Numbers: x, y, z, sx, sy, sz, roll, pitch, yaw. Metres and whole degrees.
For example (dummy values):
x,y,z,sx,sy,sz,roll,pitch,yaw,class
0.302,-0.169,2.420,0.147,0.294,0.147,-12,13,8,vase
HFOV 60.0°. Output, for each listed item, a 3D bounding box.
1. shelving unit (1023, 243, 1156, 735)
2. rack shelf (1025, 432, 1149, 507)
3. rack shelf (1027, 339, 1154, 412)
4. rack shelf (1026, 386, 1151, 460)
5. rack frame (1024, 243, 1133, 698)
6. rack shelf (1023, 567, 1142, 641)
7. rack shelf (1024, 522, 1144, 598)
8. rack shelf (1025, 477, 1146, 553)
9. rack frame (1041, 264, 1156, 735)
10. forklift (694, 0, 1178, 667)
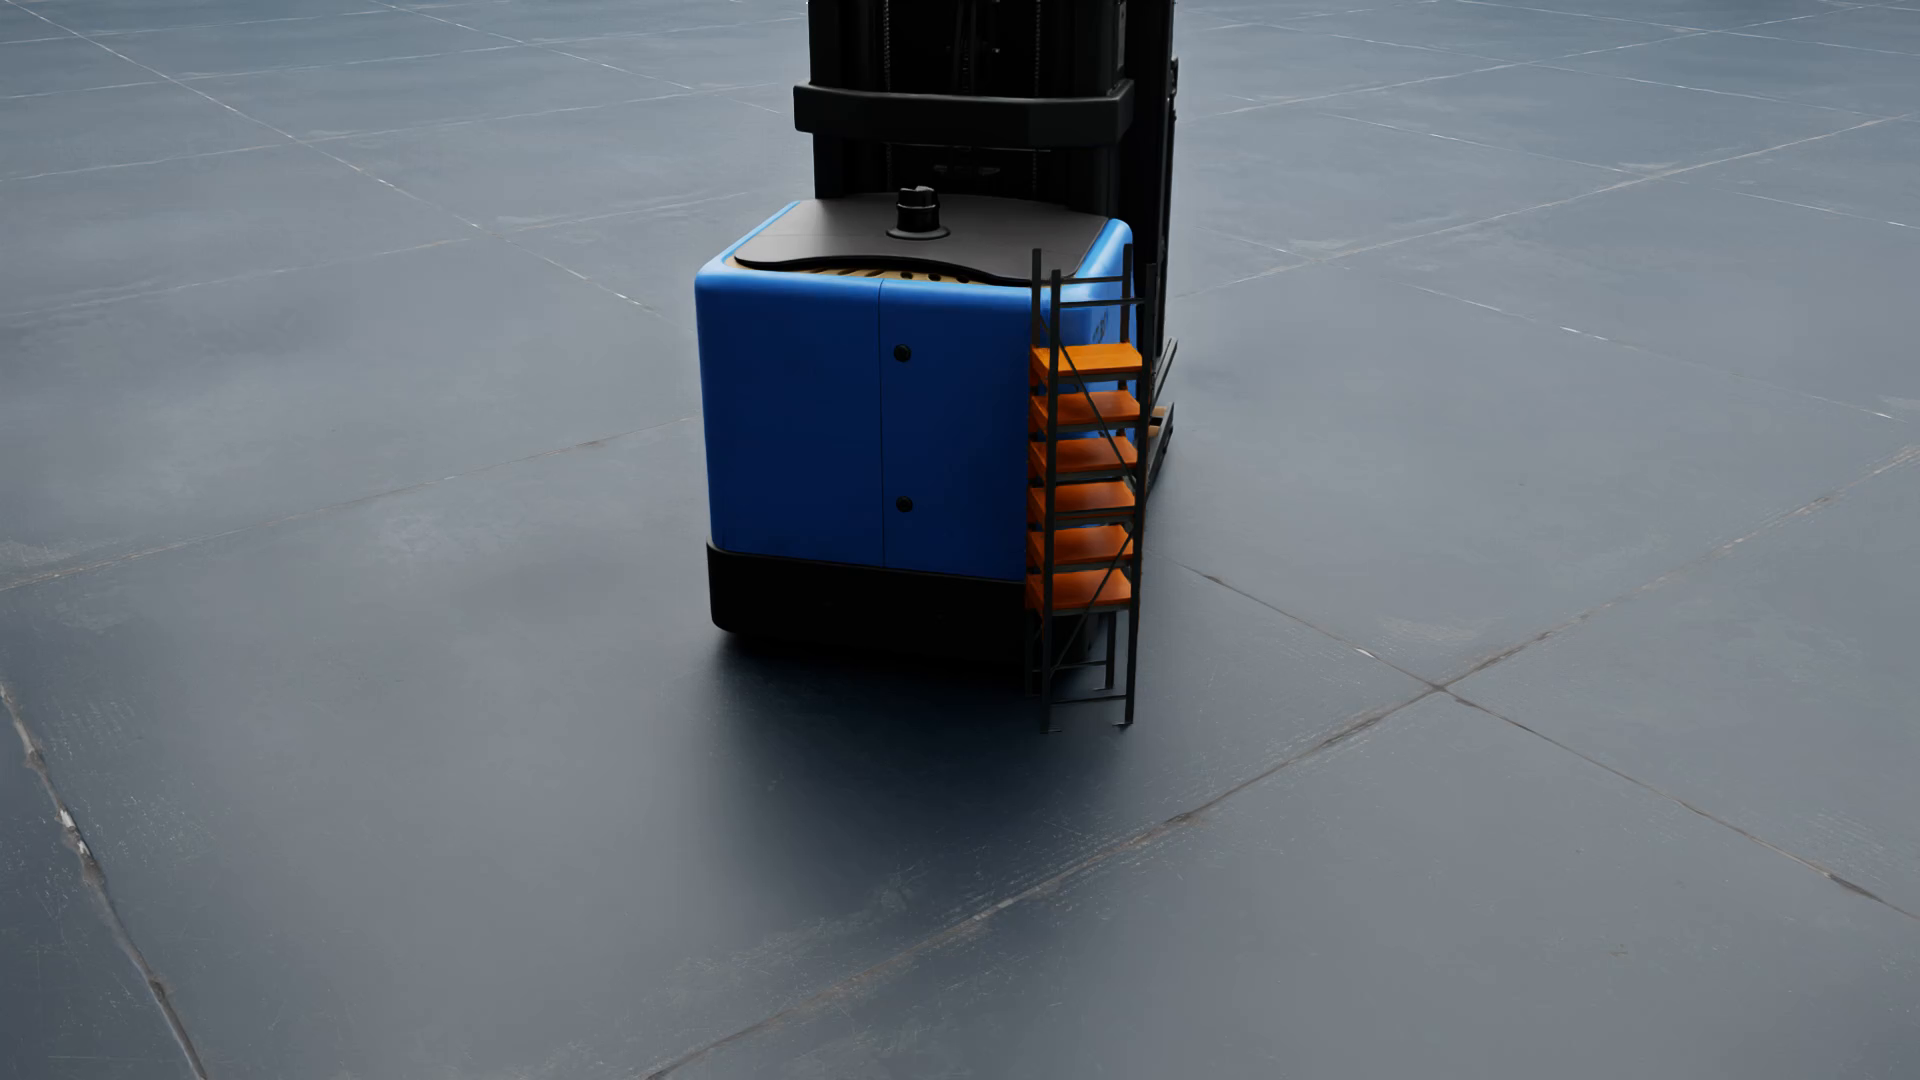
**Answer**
x,y,z,sx,sy,sz,roll,pitch,yaw,class
0.304,-0.103,4.046,0.258,1.200,0.189,-5,25,-10,shelving unit
0.304,-0.172,4.014,0.258,0.103,0.180,-5,25,-10,rack shelf
0.304,-0.389,3.914,0.258,0.103,0.180,-5,25,-10,rack shelf
0.304,-0.280,3.964,0.258,0.103,0.180,-5,25,-10,rack shelf
0.286,-0.140,4.127,0.240,1.200,0.006,-5,25,-10,rack frame
0.304,0.155,4.165,0.258,0.103,0.180,-5,25,-10,rack shelf
0.304,0.046,4.115,0.258,0.103,0.180,-5,25,-10,rack shelf
0.304,-0.063,4.064,0.258,0.103,0.180,-5,25,-10,rack shelf
0.322,-0.065,3.964,0.240,1.200,0.006,-5,25,-10,rack frame
0.145,-1.590,5.194,1.130,2.935,3.031,6,25,12,forklift
